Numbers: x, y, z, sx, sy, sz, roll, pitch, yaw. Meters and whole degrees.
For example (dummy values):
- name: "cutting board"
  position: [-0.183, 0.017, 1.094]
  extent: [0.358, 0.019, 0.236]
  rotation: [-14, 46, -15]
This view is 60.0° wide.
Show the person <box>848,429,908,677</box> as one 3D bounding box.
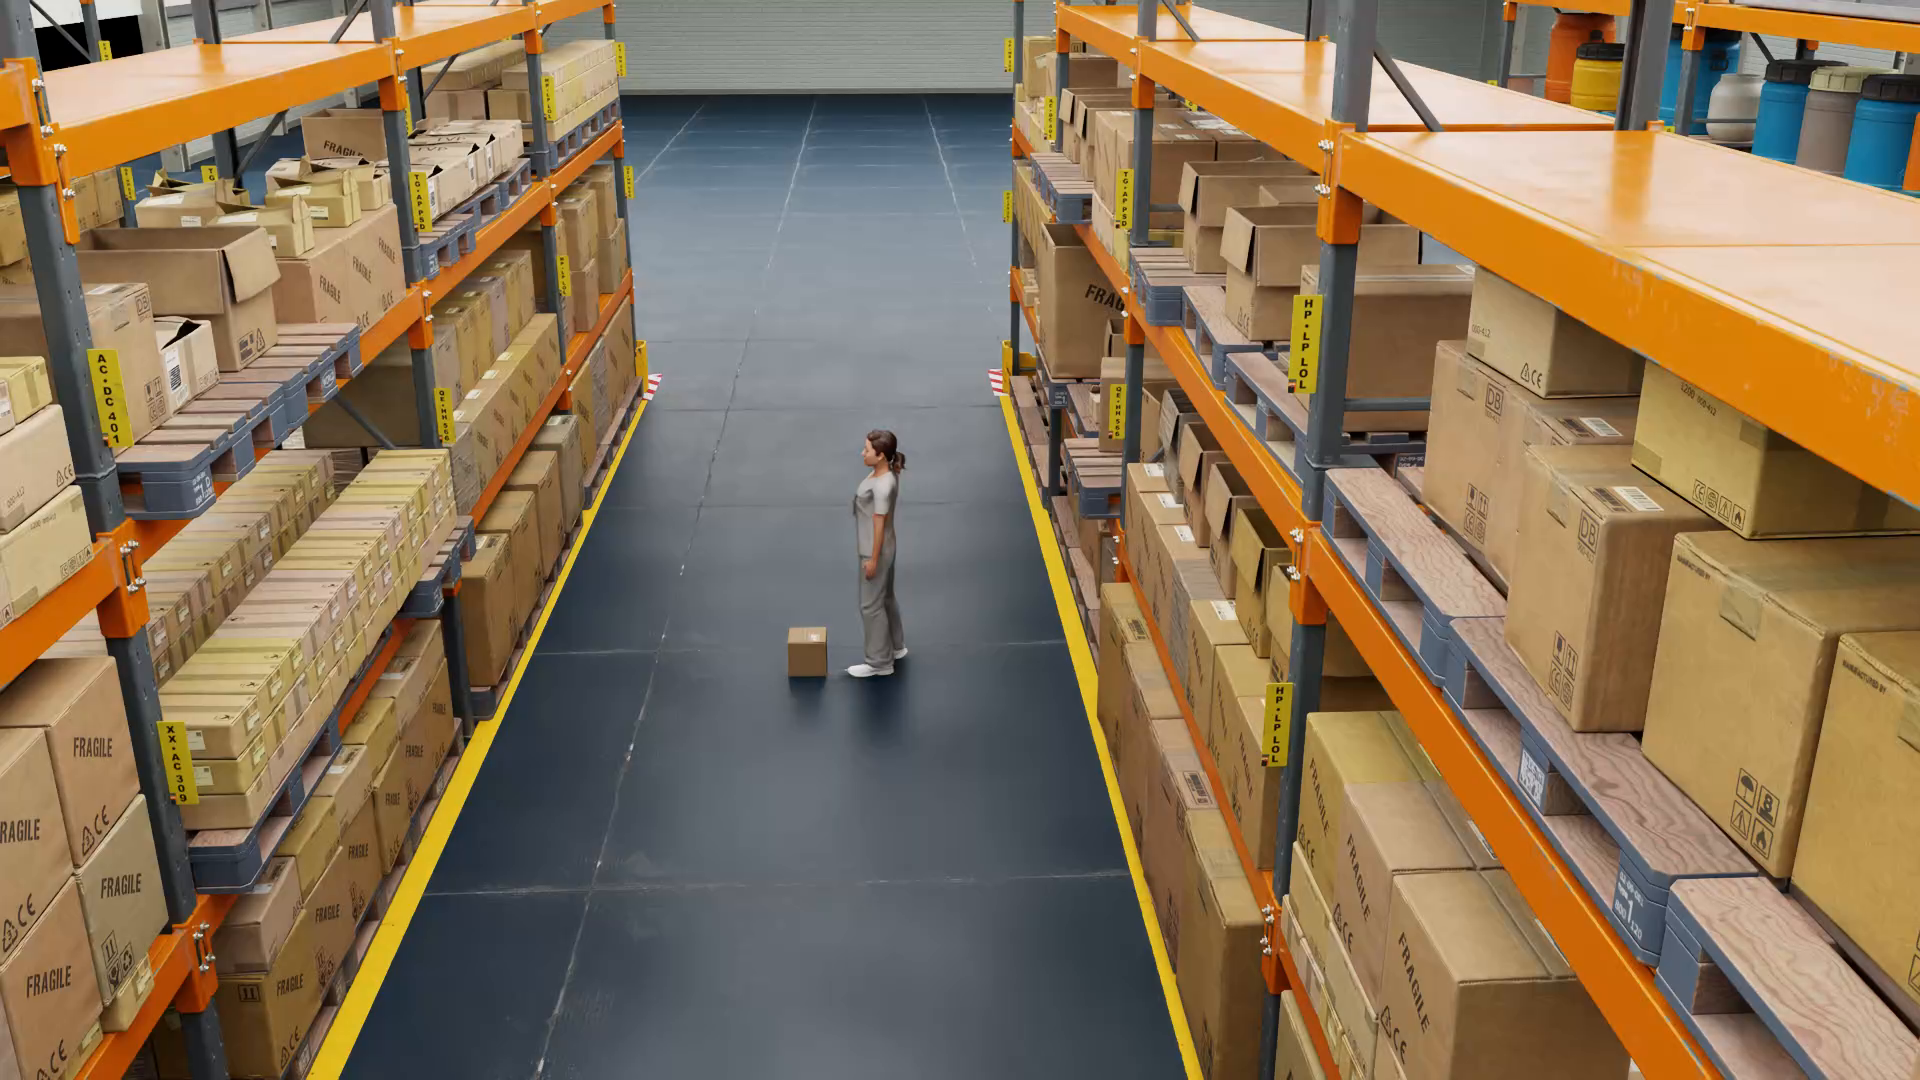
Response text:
- name: "person"
  position: [-0.545, 0.105, 10.884]
  extent: [0.410, 1.722, 0.450]
  rotation: [-1, 20, -2]
